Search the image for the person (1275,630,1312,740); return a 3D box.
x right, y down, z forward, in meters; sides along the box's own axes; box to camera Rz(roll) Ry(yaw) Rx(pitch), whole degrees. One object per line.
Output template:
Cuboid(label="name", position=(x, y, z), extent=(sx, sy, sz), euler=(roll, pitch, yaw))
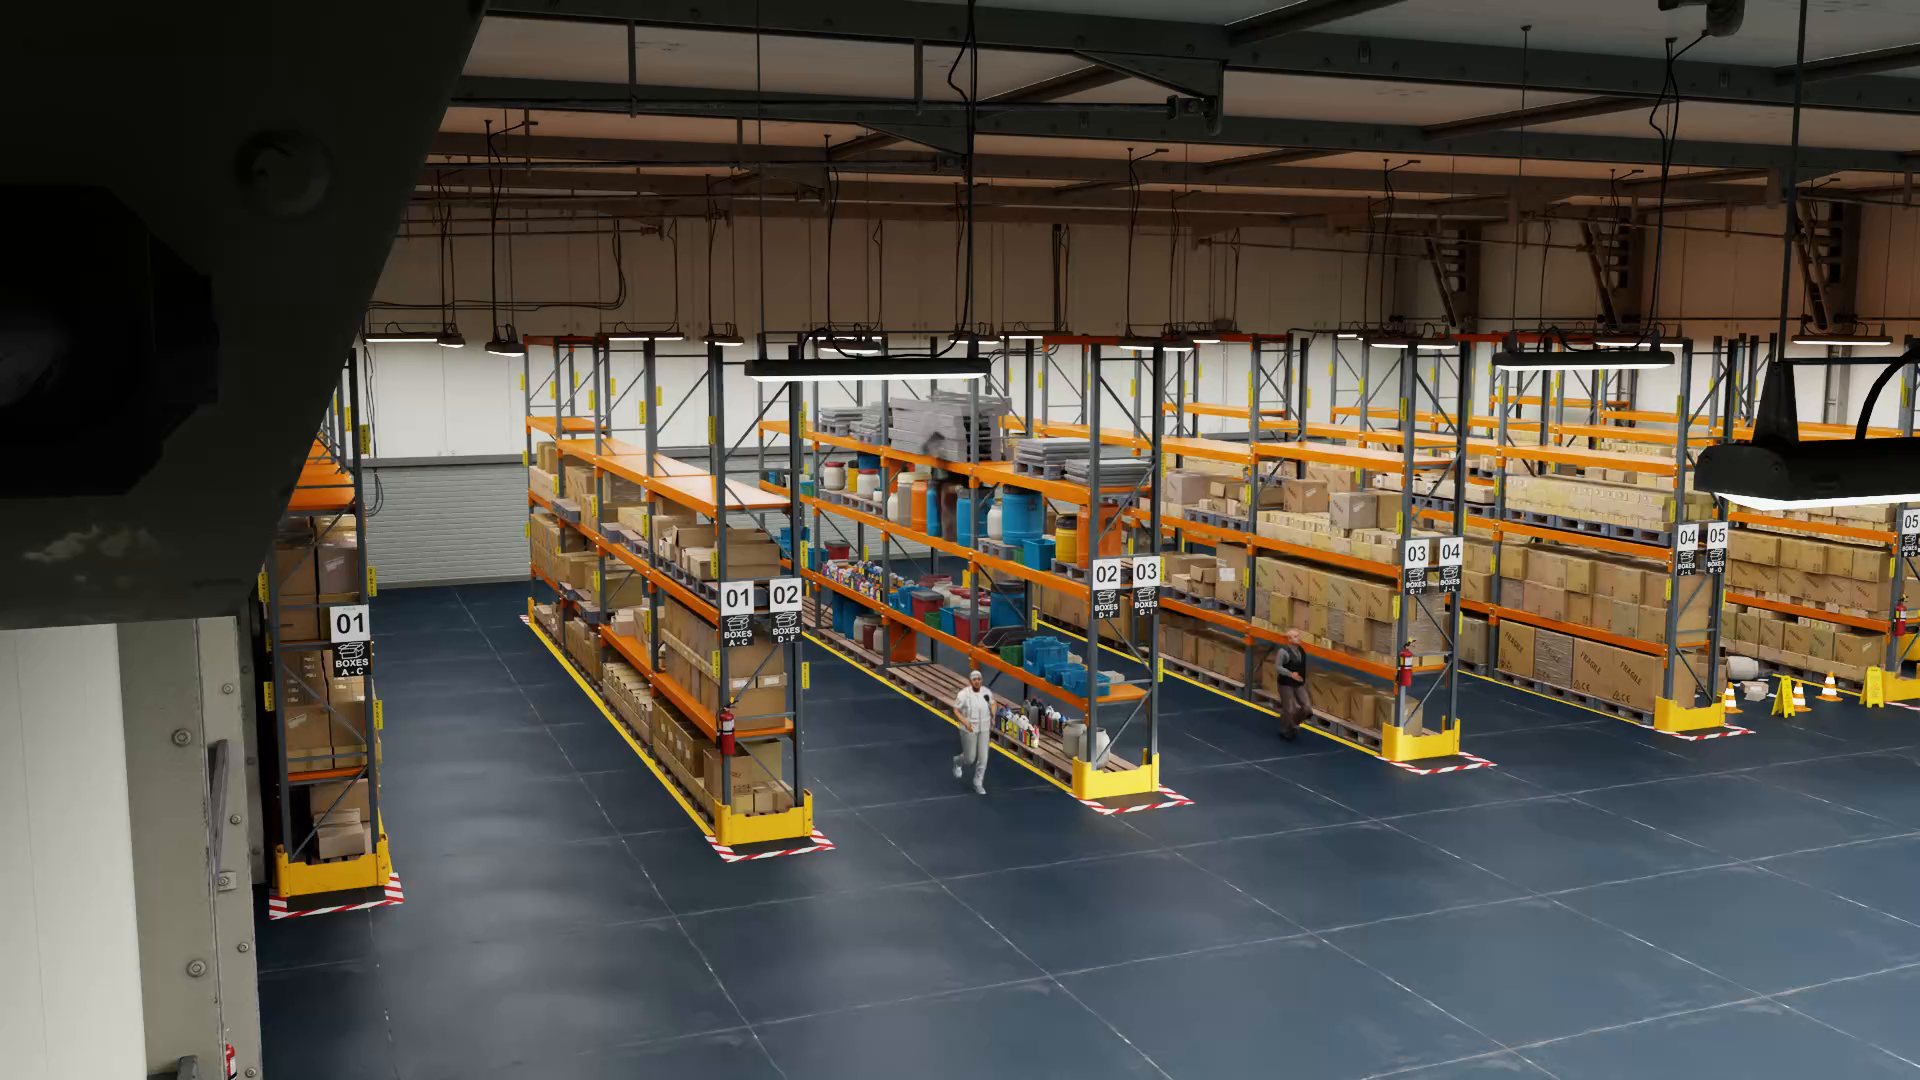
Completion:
Cuboid(label="person", position=(4.995, 2.189, 24.900), extent=(0.658, 1.703, 0.641), euler=(-4, 9, -28))

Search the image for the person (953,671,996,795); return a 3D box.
Cuboid(label="person", position=(0.203, 2.566, 22.476), extent=(0.613, 1.640, 0.700), euler=(-3, 8, -19))
